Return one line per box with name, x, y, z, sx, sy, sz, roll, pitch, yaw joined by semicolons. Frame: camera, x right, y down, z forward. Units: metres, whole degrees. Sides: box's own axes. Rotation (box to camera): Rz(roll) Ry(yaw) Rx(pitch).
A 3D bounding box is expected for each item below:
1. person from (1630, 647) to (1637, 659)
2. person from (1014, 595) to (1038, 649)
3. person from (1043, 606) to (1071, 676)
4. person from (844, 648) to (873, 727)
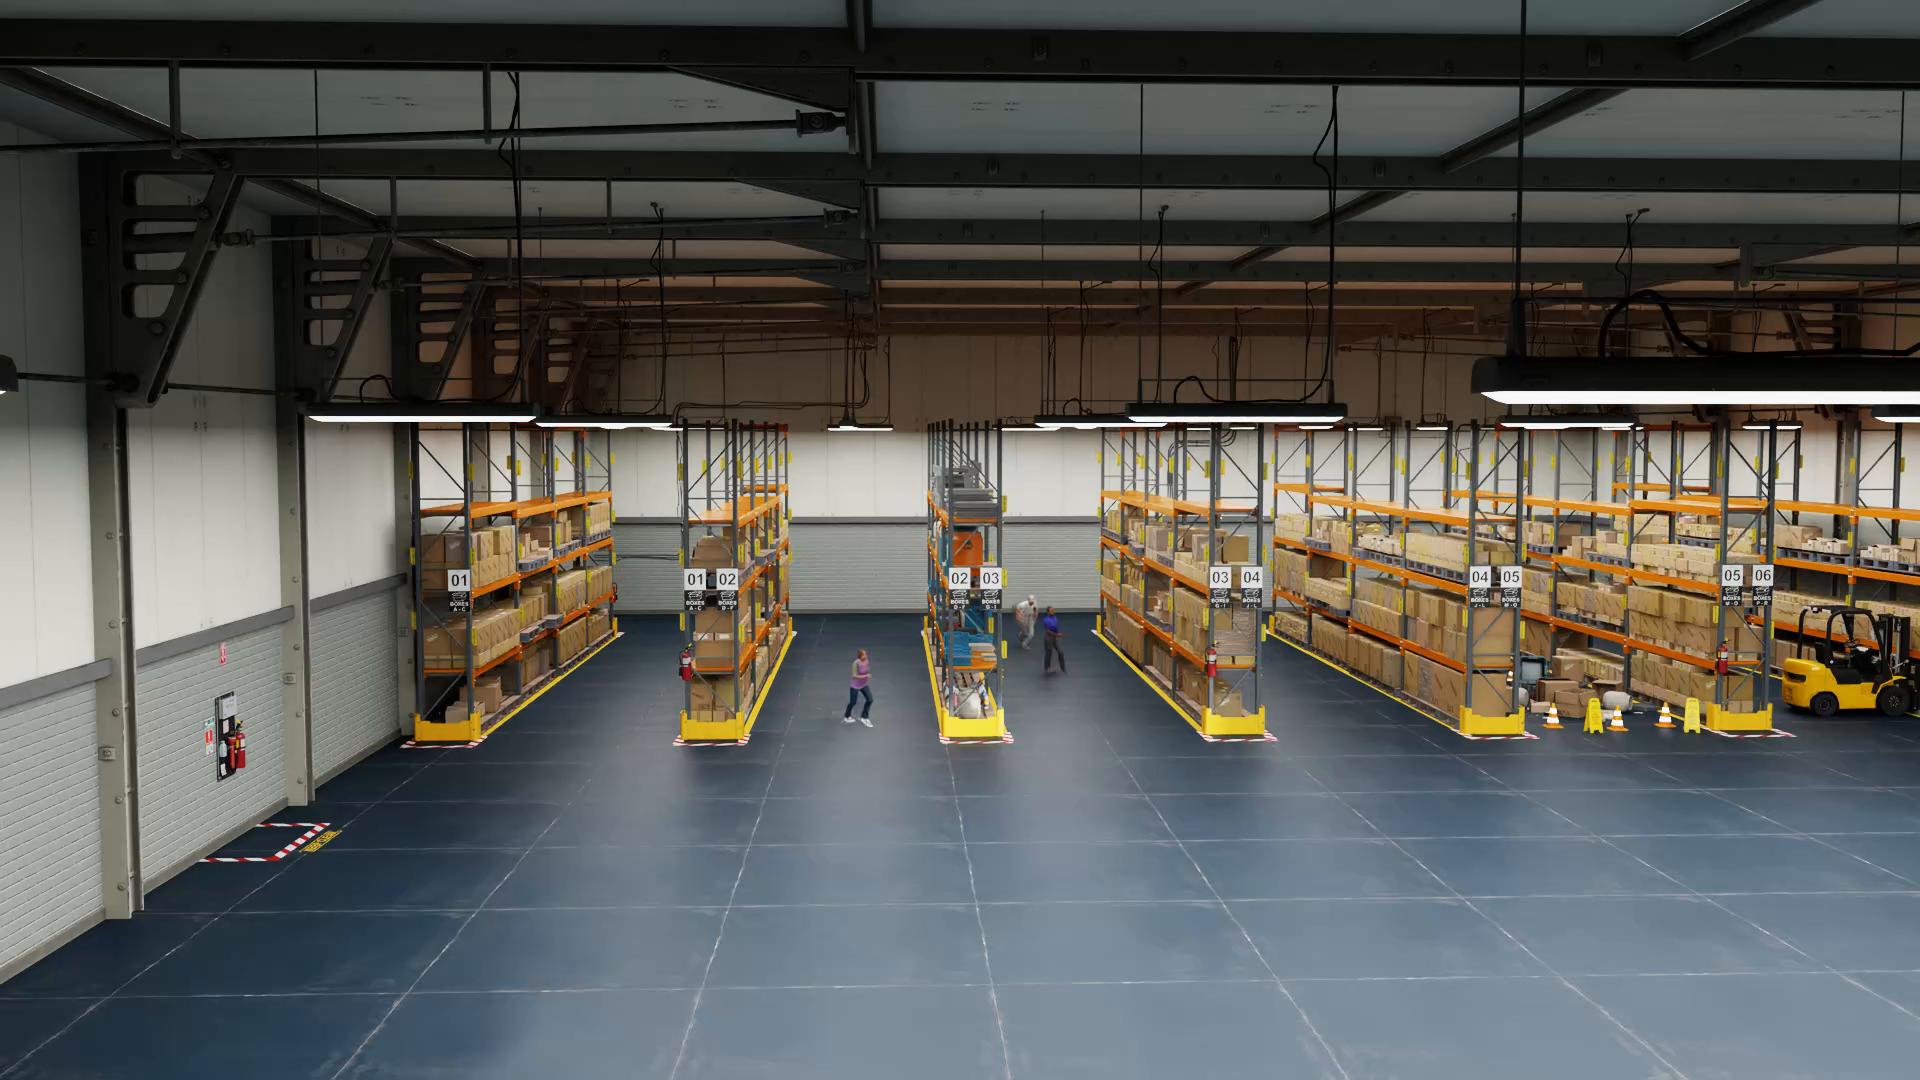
person;16.160;2.321;40.091;0.702;1.681;0.709;-1;4;-19
person;1.750;2.178;44.097;0.626;1.483;0.883;-1;4;-22
person;2.200;2.380;39.369;0.569;1.656;0.751;-2;4;-33
person;-1.973;2.861;32.398;0.469;1.544;0.892;-3;5;-37
